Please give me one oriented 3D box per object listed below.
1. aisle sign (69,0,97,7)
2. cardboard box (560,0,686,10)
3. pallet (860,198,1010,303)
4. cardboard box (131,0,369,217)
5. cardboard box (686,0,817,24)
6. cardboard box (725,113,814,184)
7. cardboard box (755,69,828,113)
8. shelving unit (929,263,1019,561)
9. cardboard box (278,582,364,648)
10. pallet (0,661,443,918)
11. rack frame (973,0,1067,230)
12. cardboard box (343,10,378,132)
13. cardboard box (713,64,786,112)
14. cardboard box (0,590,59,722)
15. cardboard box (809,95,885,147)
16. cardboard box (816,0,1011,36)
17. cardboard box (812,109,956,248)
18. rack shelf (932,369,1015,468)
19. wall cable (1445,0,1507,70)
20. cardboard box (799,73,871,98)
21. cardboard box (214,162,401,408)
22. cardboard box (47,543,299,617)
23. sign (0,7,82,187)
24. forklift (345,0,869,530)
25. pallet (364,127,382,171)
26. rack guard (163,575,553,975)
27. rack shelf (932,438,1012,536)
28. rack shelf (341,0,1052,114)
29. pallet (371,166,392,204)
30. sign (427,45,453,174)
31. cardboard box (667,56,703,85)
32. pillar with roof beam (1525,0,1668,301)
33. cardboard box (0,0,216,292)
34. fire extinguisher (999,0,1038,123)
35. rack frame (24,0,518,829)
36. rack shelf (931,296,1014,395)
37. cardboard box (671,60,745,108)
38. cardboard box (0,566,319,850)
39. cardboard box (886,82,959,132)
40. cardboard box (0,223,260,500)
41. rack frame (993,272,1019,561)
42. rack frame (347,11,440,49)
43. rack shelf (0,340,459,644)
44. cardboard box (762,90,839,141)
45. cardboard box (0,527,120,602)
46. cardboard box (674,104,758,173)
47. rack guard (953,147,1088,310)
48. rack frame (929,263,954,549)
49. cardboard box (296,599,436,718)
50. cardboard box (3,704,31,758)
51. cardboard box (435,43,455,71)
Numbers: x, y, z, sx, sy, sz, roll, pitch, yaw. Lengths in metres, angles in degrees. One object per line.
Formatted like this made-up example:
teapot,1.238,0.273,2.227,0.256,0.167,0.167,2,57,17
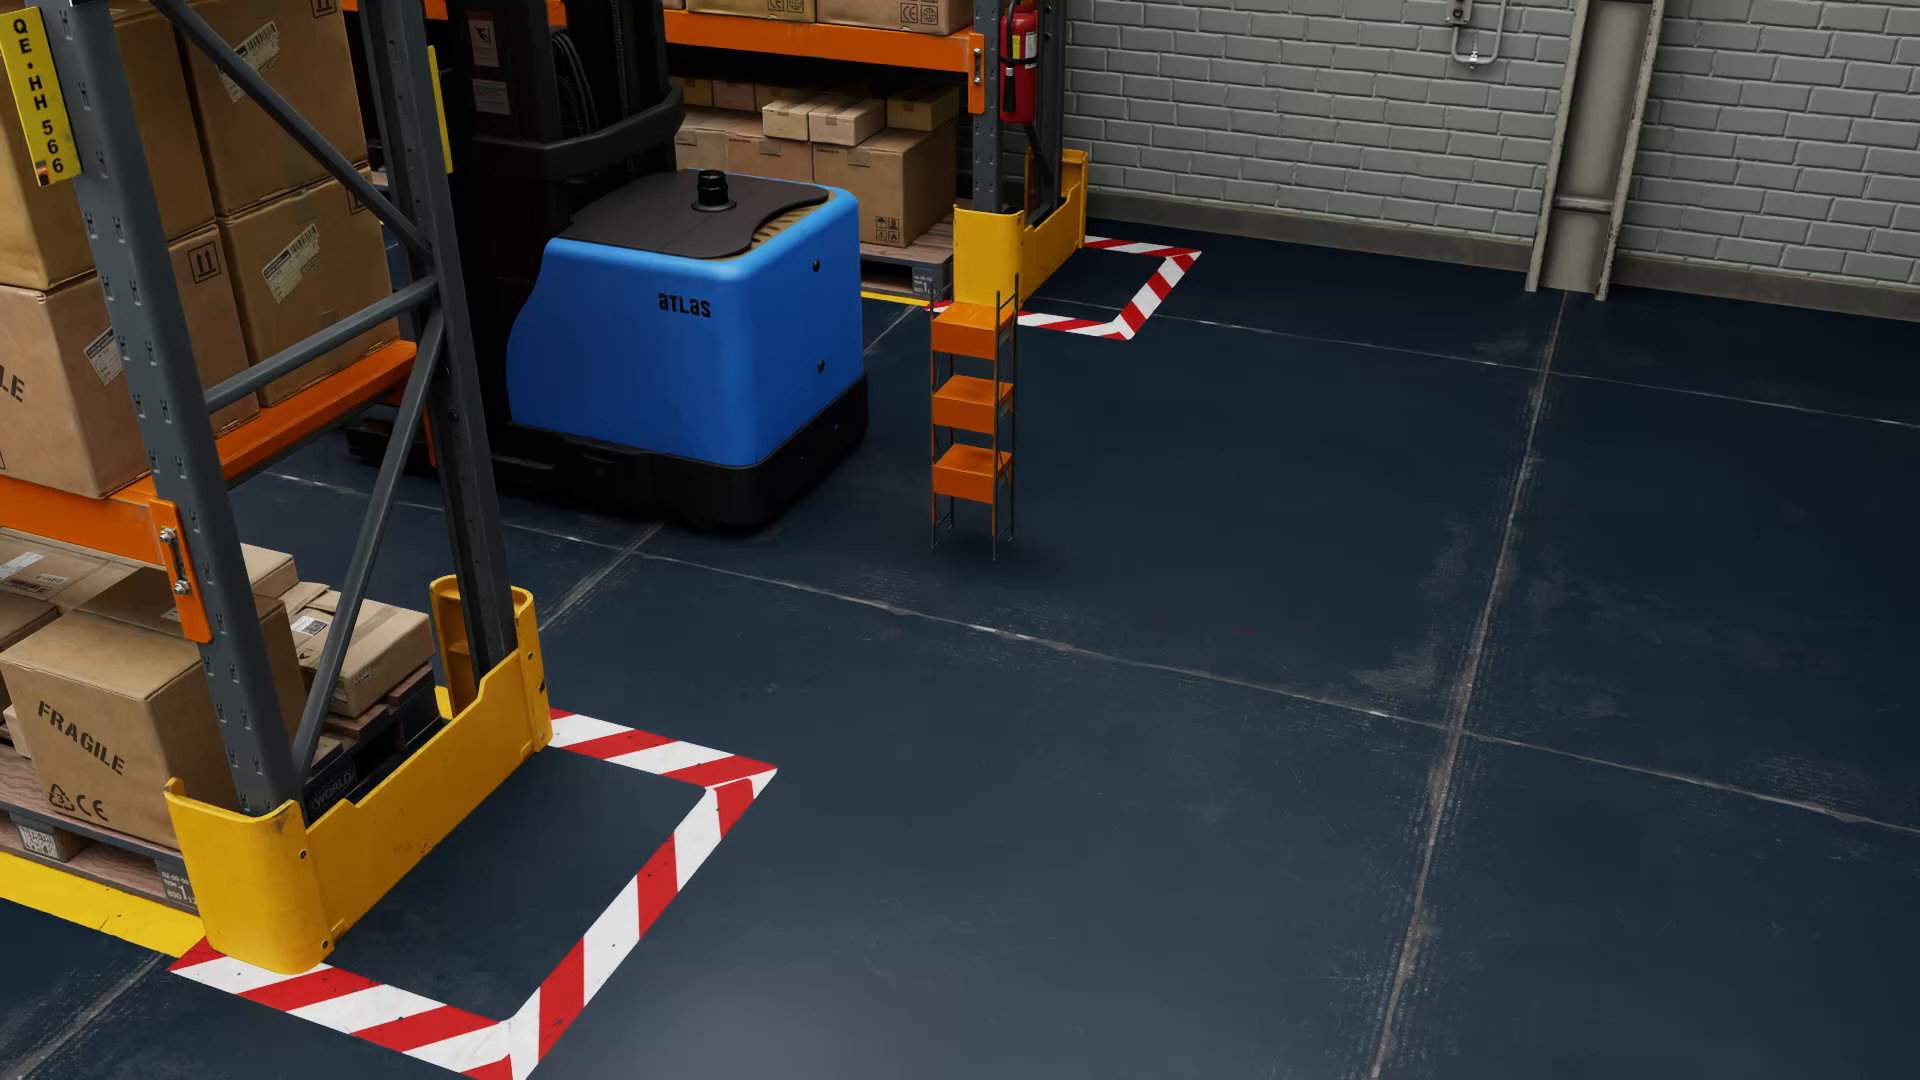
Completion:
aisle sign,-1.606,-1.442,3.111,0.004,0.787,0.394,11,31,19
cardboard box,-1.553,-3.217,8.588,0.700,0.700,0.980,10,31,17
pallet,-0.466,-1.620,8.902,1.213,0.211,1.003,11,31,19
cardboard box,-1.867,-1.144,4.107,0.500,0.500,0.500,12,32,21
cardboard box,-0.850,-3.072,8.331,0.700,0.700,0.980,11,31,19
cardboard box,-0.845,-1.993,8.841,0.500,0.500,0.700,11,31,19
cardboard box,-0.892,-2.391,8.886,0.250,0.149,0.380,12,31,20
shelving unit,0.050,-0.447,5.974,0.252,1.050,0.215,11,31,19
cardboard box,-2.045,0.299,5.105,0.250,0.166,0.380,11,31,19
pallet,-2.364,0.591,4.991,1.213,0.211,1.003,11,31,19
rack frame,0.305,-2.722,8.017,0.127,3.000,1.000,11,31,19
cardboard box,-4.053,-2.770,9.860,0.750,0.750,0.750,12,32,20
cardboard box,-1.128,-2.437,8.968,0.250,0.149,0.380,12,32,20
cardboard box,-3.020,0.365,4.903,0.500,0.250,0.500,11,31,19
cardboard box,-0.569,-2.123,8.413,0.250,0.149,0.380,11,31,19
cardboard box,-0.172,-2.942,8.102,0.700,0.700,0.980,13,32,21
cardboard box,-0.382,-1.900,8.677,0.500,0.500,0.700,11,31,19
rack shelf,0.050,-0.438,5.979,0.240,0.259,0.215,11,31,19
wall cable,1.847,-3.359,8.111,1.851,1.984,0.084,11,31,19
cardboard box,-0.660,-2.344,8.803,0.250,0.149,0.380,11,31,19
cardboard box,-1.867,-0.708,4.353,0.500,0.500,0.500,12,32,20
cardboard box,-2.415,0.221,5.159,0.500,0.250,0.500,11,31,19
sign,-1.782,-0.855,3.216,0.005,0.325,0.100,11,31,19
forklift,-1.947,-1.779,6.419,3.031,2.935,1.130,12,32,20
pallet,-4.145,-2.356,10.204,1.213,0.211,1.003,11,31,19
rack guard,-1.625,0.612,4.660,0.348,0.500,1.175,11,31,19
rack shelf,0.050,-0.196,6.116,0.240,0.259,0.215,11,31,19
rack shelf,-1.549,-2.779,8.849,4.000,0.370,1.077,11,31,19
pallet,-2.727,-2.072,9.700,1.213,0.211,1.003,11,31,19
sign,-1.351,-1.087,4.245,0.005,0.325,0.100,11,31,19
cardboard box,-1.601,-2.532,9.135,0.250,0.149,0.380,11,31,18
pillar with roof beam,1.513,-3.265,2.882,0.400,9.000,9.100,11,31,19
cardboard box,-2.070,-0.898,3.673,0.500,0.500,0.500,11,31,19
fire extinguisher,0.271,-2.287,7.706,0.183,0.674,0.296,11,31,19
rack frame,-1.554,-0.462,4.020,0.127,3.000,1.000,11,31,19
rack shelf,0.050,-0.685,5.840,0.240,0.259,0.215,11,31,19
cardboard box,-1.366,-2.485,9.052,0.250,0.149,0.380,12,31,20
cardboard box,-2.151,0.446,4.506,0.500,0.500,0.500,11,31,19
cardboard box,-0.191,-2.251,8.638,0.250,0.149,0.380,12,31,19
cardboard box,-2.072,-0.465,3.922,0.500,0.500,0.500,12,32,21
rack frame,0.163,-0.425,5.934,0.008,1.050,0.200,11,31,19
rack frame,-3.402,-3.462,9.326,0.127,3.000,1.000,11,31,19
rack shelf,-3.408,-0.519,4.851,4.000,0.370,1.077,11,31,19
cardboard box,-0.806,-2.170,8.496,0.250,0.149,0.380,12,32,20
cardboard box,-2.878,0.128,5.322,0.500,0.250,0.500,11,31,19
cardboard box,-1.312,-2.086,9.005,0.500,0.500,0.700,10,31,17
rack guard,0.327,-1.629,8.624,0.348,0.500,1.175,11,31,19
rack frame,-0.063,-0.470,6.014,0.008,1.050,0.200,11,31,19
cardboard box,-1.813,0.353,5.027,0.250,0.149,0.380,11,31,19
cardboard box,-2.492,0.475,4.793,0.250,0.166,0.380,11,31,19
cardboard box,-2.807,-2.771,9.559,0.250,0.149,0.380,11,31,19
